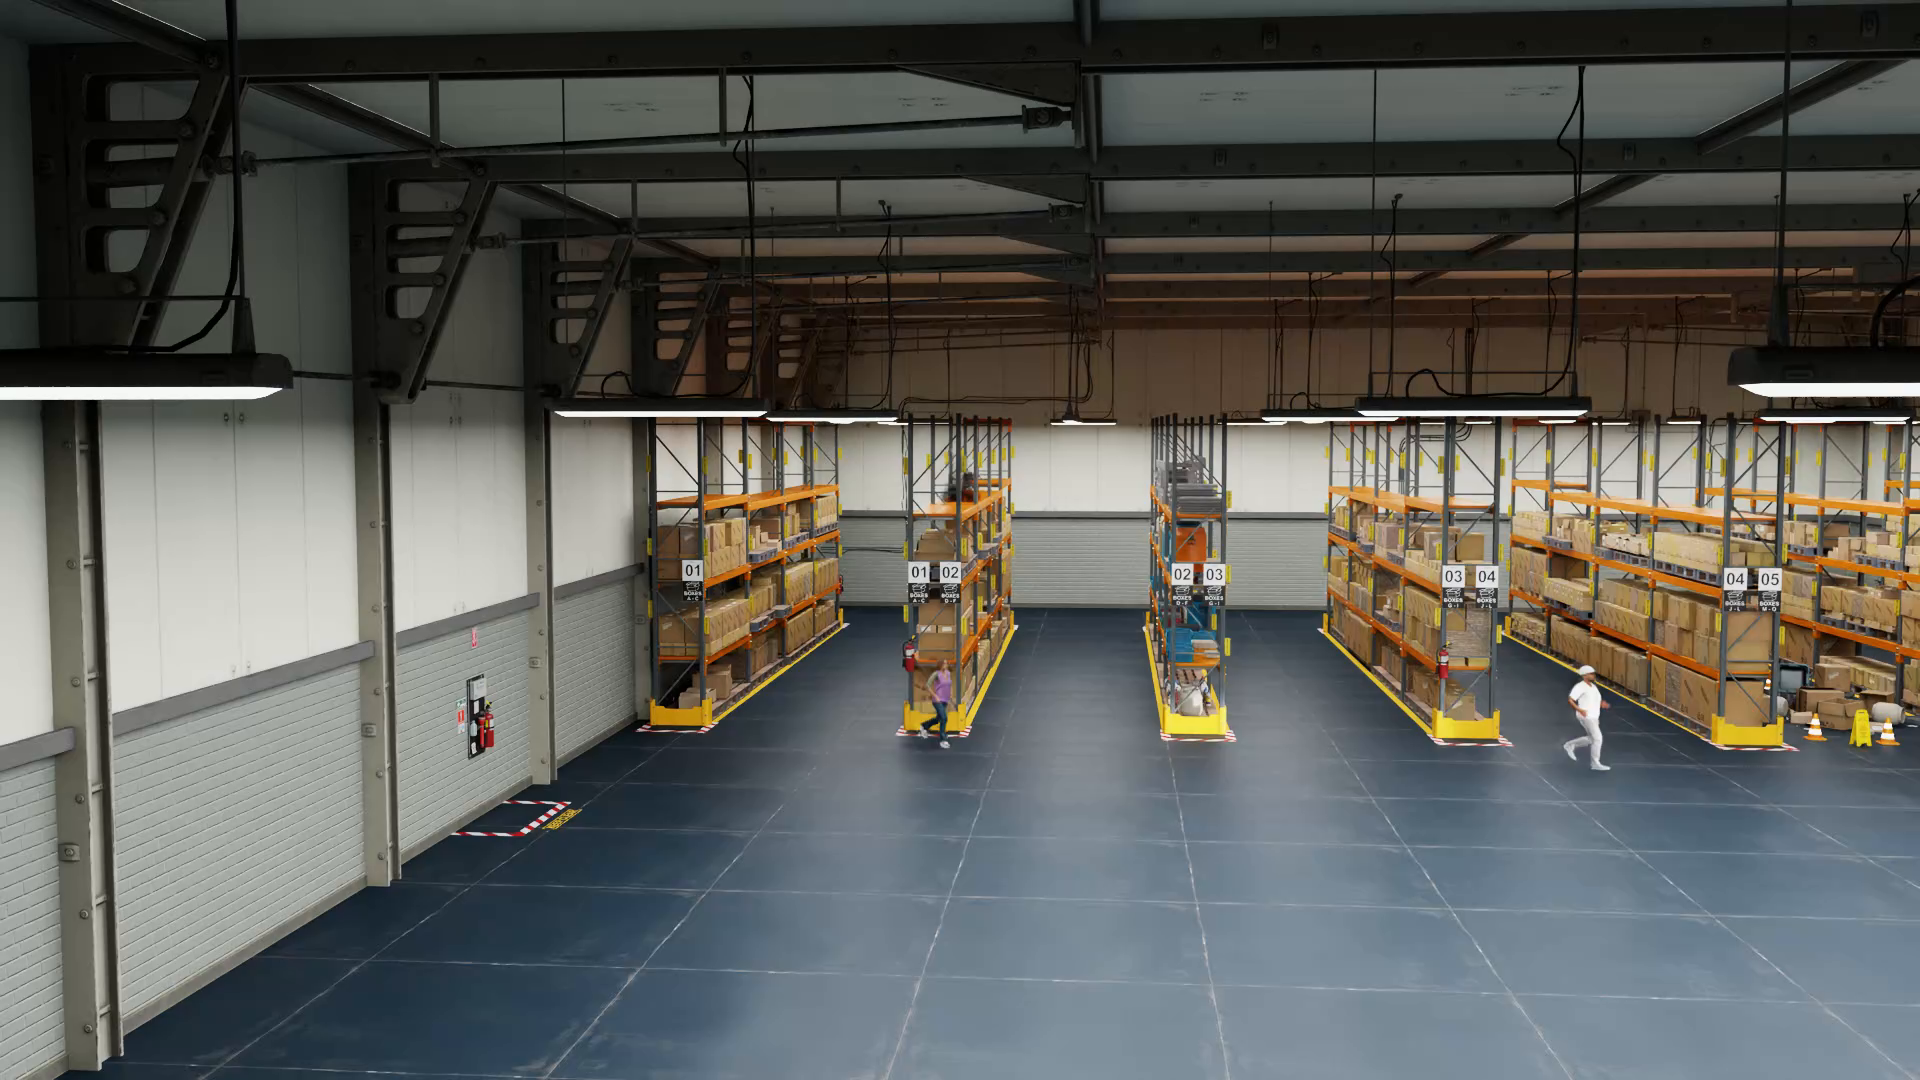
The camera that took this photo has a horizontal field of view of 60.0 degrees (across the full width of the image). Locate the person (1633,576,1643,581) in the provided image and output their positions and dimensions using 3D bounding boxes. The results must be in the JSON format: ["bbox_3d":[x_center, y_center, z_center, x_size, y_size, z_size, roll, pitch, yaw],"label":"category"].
[{"bbox_3d":[19.449,1.774,47.102,0.836,1.584,0.680,1,4,10],"label":"person"}]

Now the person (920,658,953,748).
[{"bbox_3d":[-0.398,2.908,29.974,0.775,1.600,0.547,3,5,41],"label":"person"}]

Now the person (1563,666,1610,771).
[{"bbox_3d":[10.523,2.975,27.933,0.846,1.739,0.704,4,5,43],"label":"person"}]
